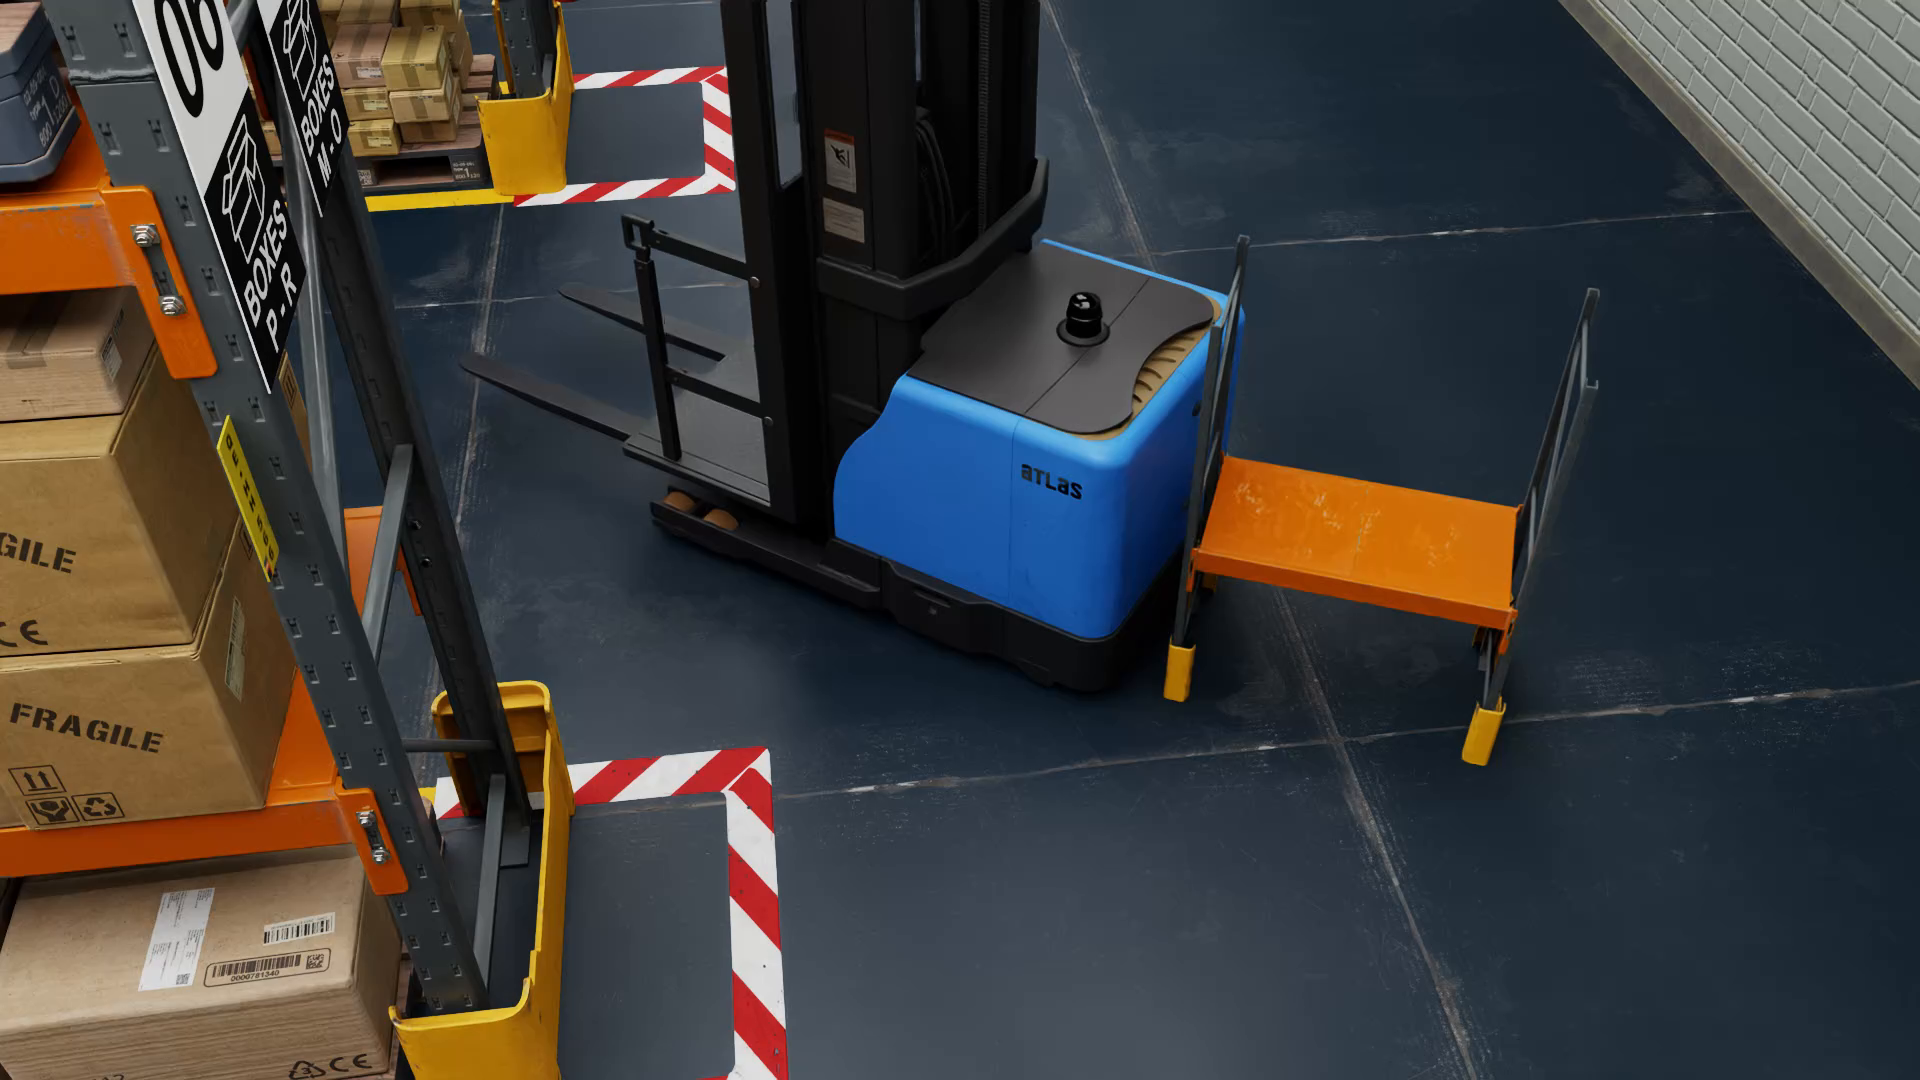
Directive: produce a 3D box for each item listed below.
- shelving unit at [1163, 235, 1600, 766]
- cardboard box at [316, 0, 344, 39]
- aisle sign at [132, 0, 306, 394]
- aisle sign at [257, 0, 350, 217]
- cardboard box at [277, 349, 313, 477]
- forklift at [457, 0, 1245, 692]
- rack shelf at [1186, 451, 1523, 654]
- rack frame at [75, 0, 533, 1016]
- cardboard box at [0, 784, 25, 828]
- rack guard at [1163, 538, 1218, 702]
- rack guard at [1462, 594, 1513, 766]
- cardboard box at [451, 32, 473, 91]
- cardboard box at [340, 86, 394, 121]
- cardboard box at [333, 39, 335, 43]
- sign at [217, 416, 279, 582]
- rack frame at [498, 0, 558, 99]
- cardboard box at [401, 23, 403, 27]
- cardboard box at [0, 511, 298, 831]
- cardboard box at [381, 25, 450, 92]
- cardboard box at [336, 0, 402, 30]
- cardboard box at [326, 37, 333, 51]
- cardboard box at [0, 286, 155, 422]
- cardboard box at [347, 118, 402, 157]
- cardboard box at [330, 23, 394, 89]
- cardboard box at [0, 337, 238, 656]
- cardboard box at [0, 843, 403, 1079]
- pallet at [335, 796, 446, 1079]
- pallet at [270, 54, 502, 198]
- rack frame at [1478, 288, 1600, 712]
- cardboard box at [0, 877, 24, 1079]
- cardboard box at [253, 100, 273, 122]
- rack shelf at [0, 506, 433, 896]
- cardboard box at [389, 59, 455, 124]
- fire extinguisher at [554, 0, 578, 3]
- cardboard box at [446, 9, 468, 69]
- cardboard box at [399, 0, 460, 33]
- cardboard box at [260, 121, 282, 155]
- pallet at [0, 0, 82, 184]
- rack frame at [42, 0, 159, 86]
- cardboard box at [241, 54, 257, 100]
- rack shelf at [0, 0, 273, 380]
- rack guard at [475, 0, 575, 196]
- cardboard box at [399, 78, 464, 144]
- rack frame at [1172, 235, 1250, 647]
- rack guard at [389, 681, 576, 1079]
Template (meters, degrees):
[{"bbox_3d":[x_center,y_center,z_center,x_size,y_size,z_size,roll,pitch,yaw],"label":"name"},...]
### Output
[{"bbox_3d":[1.288,-0.106,5.247,1.083,1.500,0.587,11,43,12],"label":"shelving unit"},{"bbox_3d":[-3.189,-2.653,8.323,0.250,0.149,0.380,-5,42,-6],"label":"cardboard box"},{"bbox_3d":[-1.248,-0.683,2.826,0.004,0.787,0.394,-5,42,-6],"label":"aisle sign"},{"bbox_3d":[-1.326,-1.081,3.268,0.004,0.787,0.394,-5,42,-6],"label":"aisle sign"},{"bbox_3d":[-1.873,-0.103,4.050,0.500,0.500,0.500,-5,42,-6],"label":"cardboard box"},{"bbox_3d":[-0.563,-1.318,5.523,3.031,2.935,1.130,22,46,22],"label":"forklift"},{"bbox_3d":[1.279,0.026,5.370,1.000,0.185,0.538,11,43,12],"label":"rack shelf"},{"bbox_3d":[-1.359,0.083,3.918,0.127,3.000,1.000,-5,42,-6],"label":"rack frame"},{"bbox_3d":[-2.303,0.297,3.606,0.500,0.500,0.500,-6,42,-6],"label":"cardboard box"},{"bbox_3d":[0.810,0.264,5.771,0.087,0.250,0.587,11,43,12],"label":"rack guard"},{"bbox_3d":[1.765,0.453,5.562,0.087,0.250,0.587,11,43,12],"label":"rack guard"},{"bbox_3d":[-2.662,-2.460,8.553,0.250,0.149,0.380,-4,42,-5],"label":"cardboard box"},{"bbox_3d":[-2.854,-2.181,8.021,0.250,0.149,0.380,-6,42,-7],"label":"cardboard box"},{"bbox_3d":[-3.164,-2.462,8.333,0.250,0.149,0.380,-4,42,-5],"label":"cardboard box"},{"bbox_3d":[-1.303,-0.073,3.050,0.005,0.325,0.100,-5,42,-6],"label":"sign"},{"bbox_3d":[-2.101,-3.196,7.553,0.127,3.000,1.000,-5,42,-6],"label":"rack frame"},{"bbox_3d":[-2.933,-2.542,8.422,0.250,0.149,0.380,-5,42,-6],"label":"cardboard box"},{"bbox_3d":[-1.803,0.264,3.643,0.500,0.500,0.500,-5,42,-5],"label":"cardboard box"},{"bbox_3d":[-2.594,-2.300,7.931,0.250,0.149,0.380,-5,42,-5],"label":"cardboard box"},{"bbox_3d":[-2.923,-2.590,8.253,0.250,0.149,0.380,-4,42,-5],"label":"cardboard box"},{"bbox_3d":[-3.090,-2.209,7.830,0.250,0.149,0.380,-6,42,-6],"label":"cardboard box"},{"bbox_3d":[-1.689,-0.402,3.151,0.250,0.149,0.380,-4,42,-5],"label":"cardboard box"},{"bbox_3d":[-2.838,-2.019,8.064,0.250,0.149,0.380,-4,42,-4],"label":"cardboard box"},{"bbox_3d":[-2.850,-2.316,7.949,0.250,0.149,0.380,-4,42,-5],"label":"cardboard box"},{"bbox_3d":[-1.807,-0.125,3.328,0.500,0.500,0.500,-4,42,-4],"label":"cardboard box"},{"bbox_3d":[-2.001,1.002,4.499,0.875,0.438,0.875,-6,42,-7],"label":"cardboard box"},{"bbox_3d":[-2.142,1.240,4.718,1.213,0.211,1.003,-5,42,-6],"label":"pallet"},{"bbox_3d":[-2.987,-2.106,8.428,1.213,0.211,1.003,-5,42,-6],"label":"pallet"},{"bbox_3d":[1.767,-0.011,5.143,0.032,1.500,0.500,11,43,12],"label":"rack frame"},{"bbox_3d":[-2.907,1.087,4.404,0.875,0.438,0.875,-4,42,-4],"label":"cardboard box"},{"bbox_3d":[-3.383,-2.167,8.005,0.250,0.149,0.380,-5,42,-6],"label":"cardboard box"},{"bbox_3d":[-3.343,0.524,3.967,4.000,0.370,1.077,-5,42,-6],"label":"rack shelf"},{"bbox_3d":[-2.588,-2.168,8.007,0.250,0.149,0.380,-6,42,-7],"label":"cardboard box"},{"bbox_3d":[-1.792,-2.744,7.388,0.183,0.674,0.296,-5,42,-6],"label":"fire extinguisher"},{"bbox_3d":[-2.654,-2.528,8.406,0.250,0.149,0.380,-3,42,-4],"label":"cardboard box"},{"bbox_3d":[-2.665,-2.694,8.368,0.250,0.149,0.380,-7,42,-7],"label":"cardboard box"},{"bbox_3d":[-3.354,-2.023,8.068,0.250,0.149,0.380,-5,42,-5],"label":"cardboard box"},{"bbox_3d":[-2.094,-0.926,2.864,1.213,0.211,1.003,-5,42,-6],"label":"pallet"},{"bbox_3d":[-1.359,-2.145,1.909,0.127,3.000,1.000,-5,42,-6],"label":"rack frame"},{"bbox_3d":[-3.355,-2.229,7.852,0.250,0.149,0.380,-7,42,-7],"label":"cardboard box"},{"bbox_3d":[-3.343,-0.590,2.962,4.000,0.370,1.077,-5,42,-6],"label":"rack shelf"},{"bbox_3d":[-2.177,-2.261,8.383,0.348,0.500,1.175,-5,42,-6],"label":"rack guard"},{"bbox_3d":[-2.596,-2.109,8.163,0.250,0.149,0.380,-4,42,-5],"label":"cardboard box"},{"bbox_3d":[0.791,-0.204,5.356,0.032,1.500,0.500,11,43,12],"label":"rack frame"},{"bbox_3d":[-1.336,1.009,4.758,0.348,0.500,1.175,-5,42,-6],"label":"rack guard"}]
